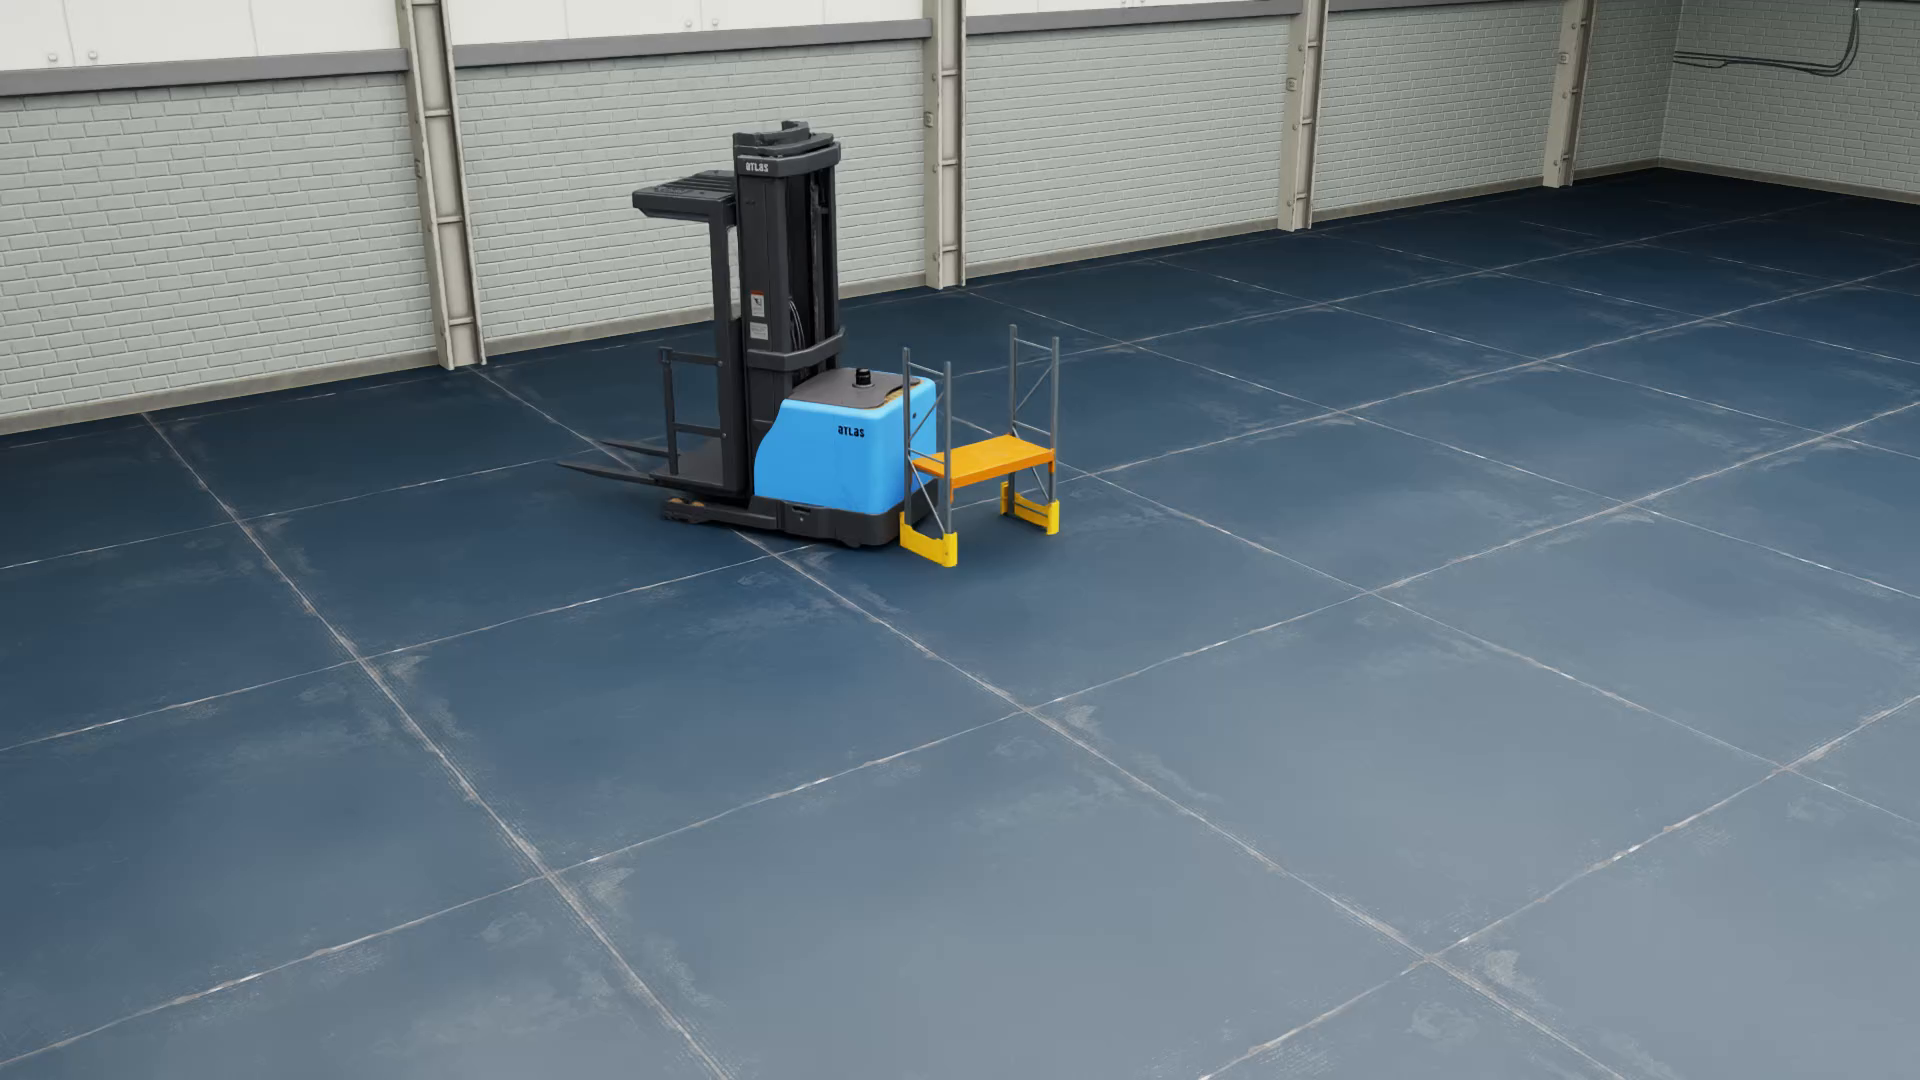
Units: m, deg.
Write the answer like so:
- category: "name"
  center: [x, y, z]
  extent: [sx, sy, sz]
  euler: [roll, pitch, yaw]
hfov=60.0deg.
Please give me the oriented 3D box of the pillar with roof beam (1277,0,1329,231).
- category: "pillar with roof beam"
  center: [7.205, -7.272, 18.478]
  extent: [0.400, 9.000, 9.100]
  euler: [-15, 26, -33]

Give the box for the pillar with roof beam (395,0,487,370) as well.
- category: "pillar with roof beam"
  center: [-2.536, -4.675, 11.969]
  extent: [0.400, 9.000, 9.100]
  euler: [-15, 26, -33]

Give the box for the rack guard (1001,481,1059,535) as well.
- category: "rack guard"
  center: [0.529, -0.247, 12.678]
  extent: [0.087, 0.250, 0.587]
  euler: [-17, 28, -37]

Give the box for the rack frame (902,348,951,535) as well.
- category: "rack frame"
  center: [-0.235, -0.590, 11.850]
  extent: [0.032, 1.500, 0.500]
  euler: [-17, 28, -37]

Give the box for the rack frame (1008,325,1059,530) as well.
- category: "rack frame"
  center: [0.544, -0.832, 12.458]
  extent: [0.032, 1.500, 0.500]
  euler: [-17, 28, -37]

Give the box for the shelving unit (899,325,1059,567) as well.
- category: "shelving unit"
  center: [0.148, -0.709, 12.148]
  extent: [1.083, 1.500, 0.587]
  euler: [-17, 28, -37]

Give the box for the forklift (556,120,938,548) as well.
- category: "forklift"
  center: [-1.731, -1.649, 12.575]
  extent: [3.031, 2.935, 1.130]
  euler: [10, 24, 23]

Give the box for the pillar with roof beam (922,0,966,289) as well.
- category: "pillar with roof beam"
  center: [2.334, -5.973, 15.224]
  extent: [0.400, 9.000, 9.100]
  euler: [-15, 26, -33]

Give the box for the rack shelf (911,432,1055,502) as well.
- category: "rack shelf"
  center: [0.155, -0.544, 12.221]
  extent: [1.000, 0.185, 0.538]
  euler: [-17, 28, -37]

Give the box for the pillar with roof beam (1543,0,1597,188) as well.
- category: "pillar with roof beam"
  center: [12.075, -8.571, 21.733]
  extent: [0.400, 9.000, 9.100]
  euler: [-15, 26, -33]

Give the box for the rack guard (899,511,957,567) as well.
- category: "rack guard"
  center: [-0.234, -0.009, 12.083]
  extent: [0.087, 0.250, 0.587]
  euler: [-17, 28, -37]

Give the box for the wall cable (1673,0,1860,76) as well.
- category: "wall cable"
  center: [12.725, -8.663, 26.155]
  extent: [0.112, 2.526, 3.097]
  euler: [-15, 26, -33]
